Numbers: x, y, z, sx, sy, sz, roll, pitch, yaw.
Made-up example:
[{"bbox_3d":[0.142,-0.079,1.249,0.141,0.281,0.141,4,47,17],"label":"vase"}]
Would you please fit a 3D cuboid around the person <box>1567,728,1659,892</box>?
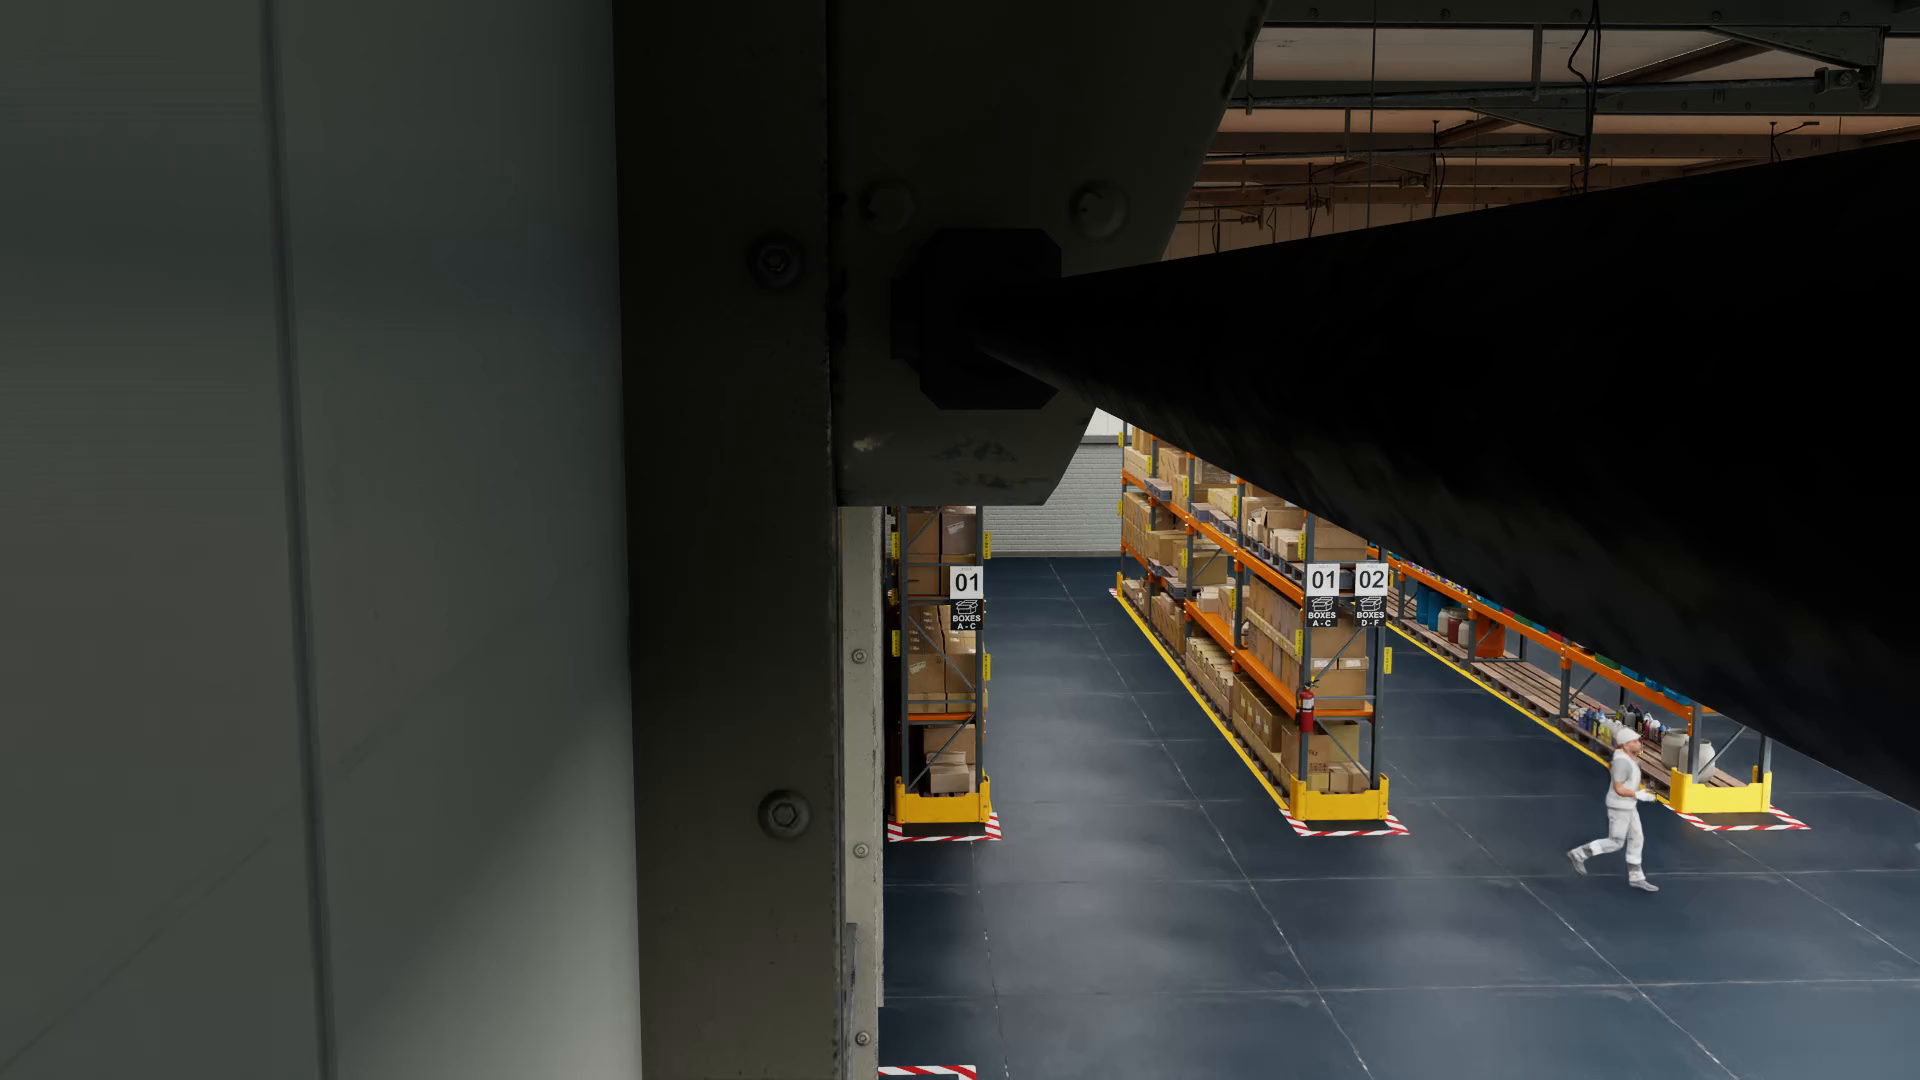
[{"bbox_3d":[7.177,2.917,18.166,0.940,1.784,0.666,4,9,27],"label":"person"}]
